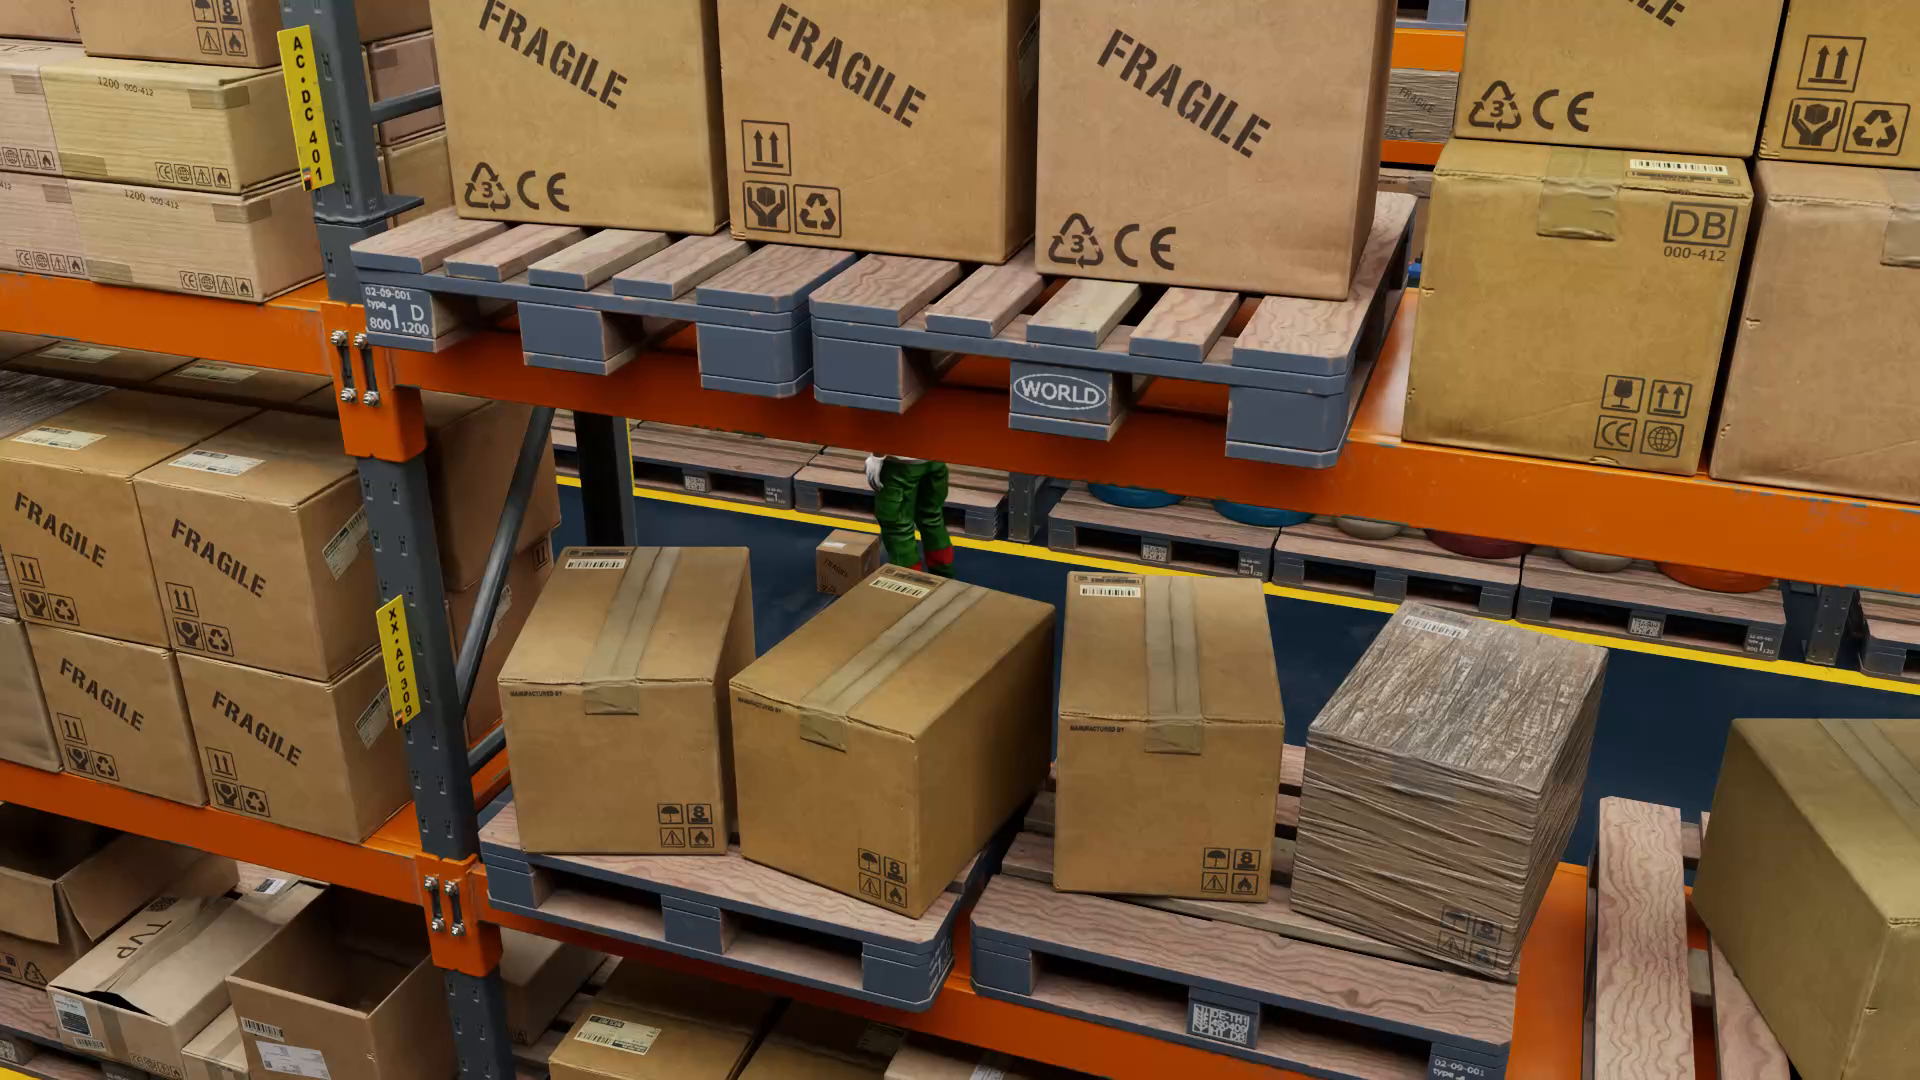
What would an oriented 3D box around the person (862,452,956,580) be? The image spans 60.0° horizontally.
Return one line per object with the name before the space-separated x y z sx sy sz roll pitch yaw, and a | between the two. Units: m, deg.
person | -0.234 -0.425 7.980 0.347 1.788 0.524 23 34 39
